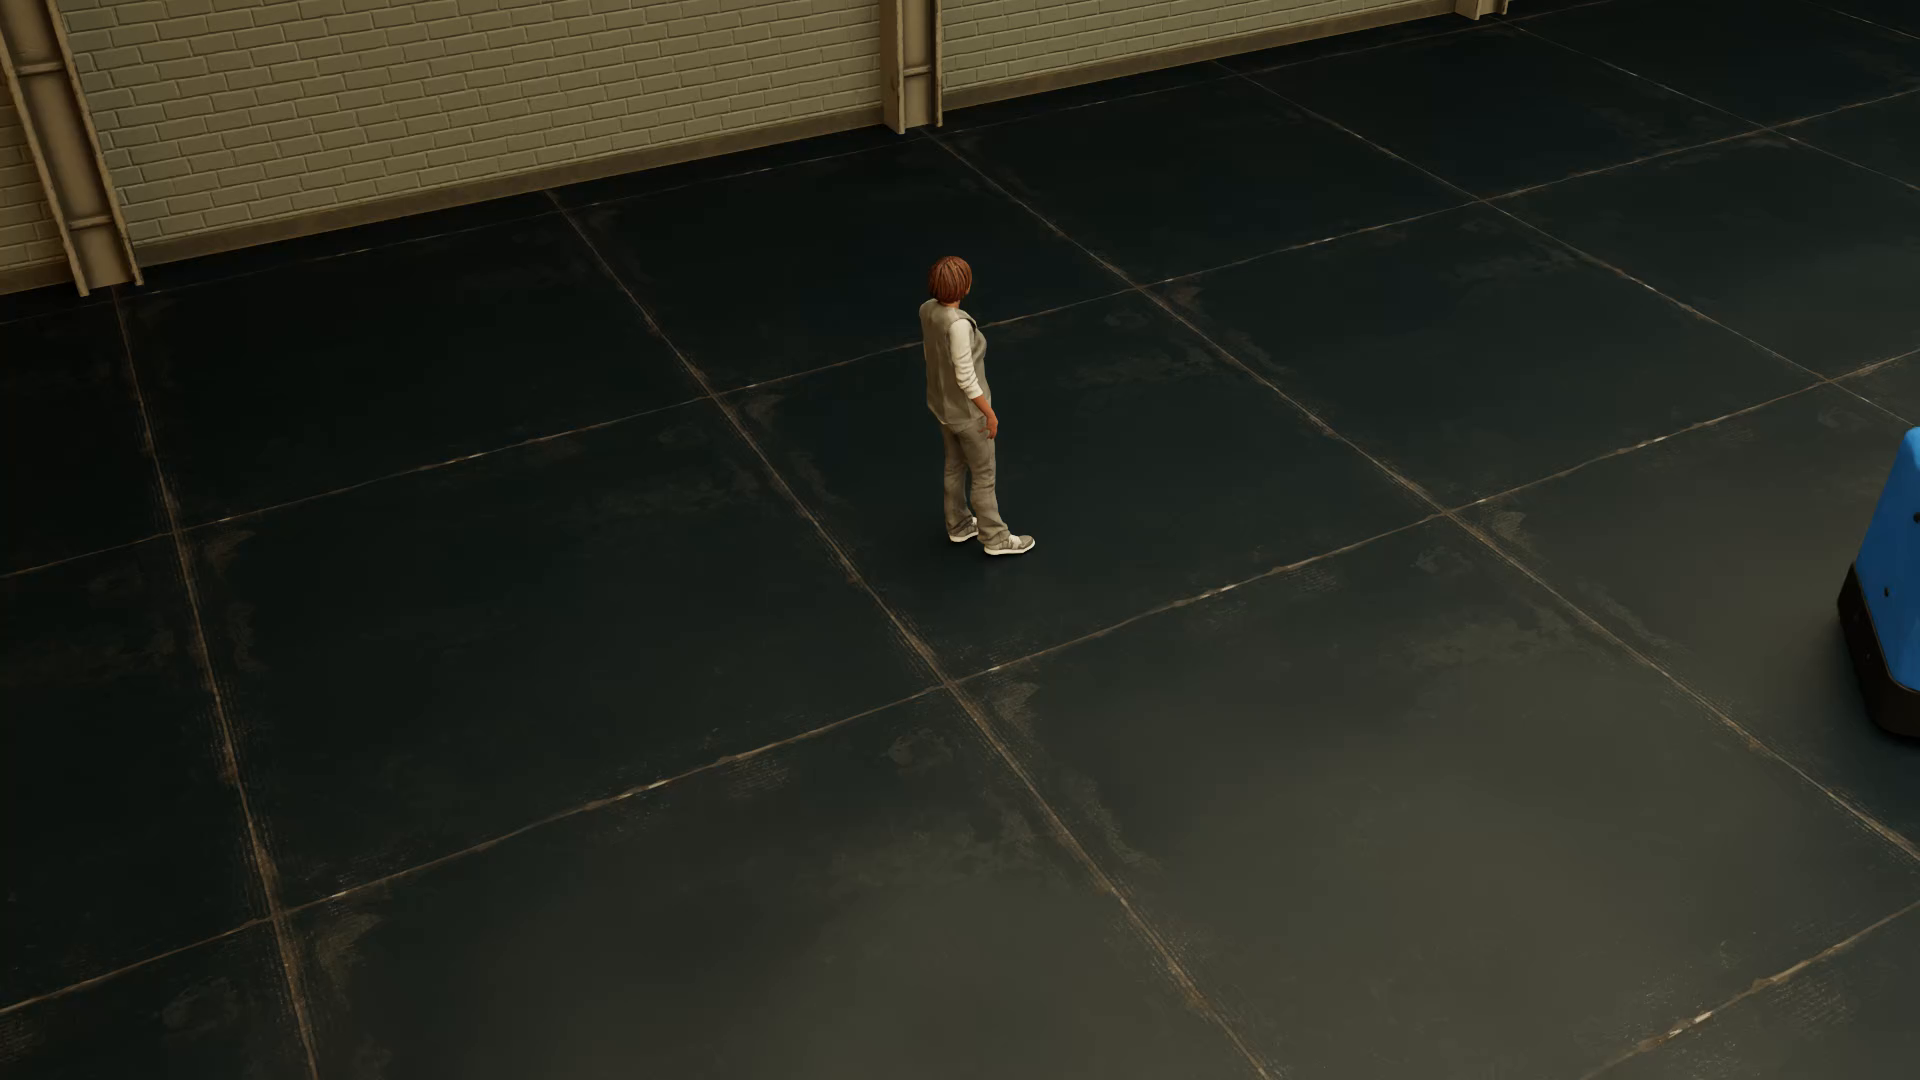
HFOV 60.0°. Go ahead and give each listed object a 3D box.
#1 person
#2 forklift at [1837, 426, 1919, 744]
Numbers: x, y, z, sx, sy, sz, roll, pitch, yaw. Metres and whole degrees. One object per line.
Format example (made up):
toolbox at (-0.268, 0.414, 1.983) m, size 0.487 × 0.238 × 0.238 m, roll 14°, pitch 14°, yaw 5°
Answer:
person at (0.072, -0.671, 8.215) m, size 0.475 × 1.597 × 0.520 m, roll -17°, pitch 39°, yaw -23°
forklift at (5.640, -0.380, 6.661) m, size 3.031 × 2.935 × 1.130 m, roll 8°, pitch 36°, yaw 11°
